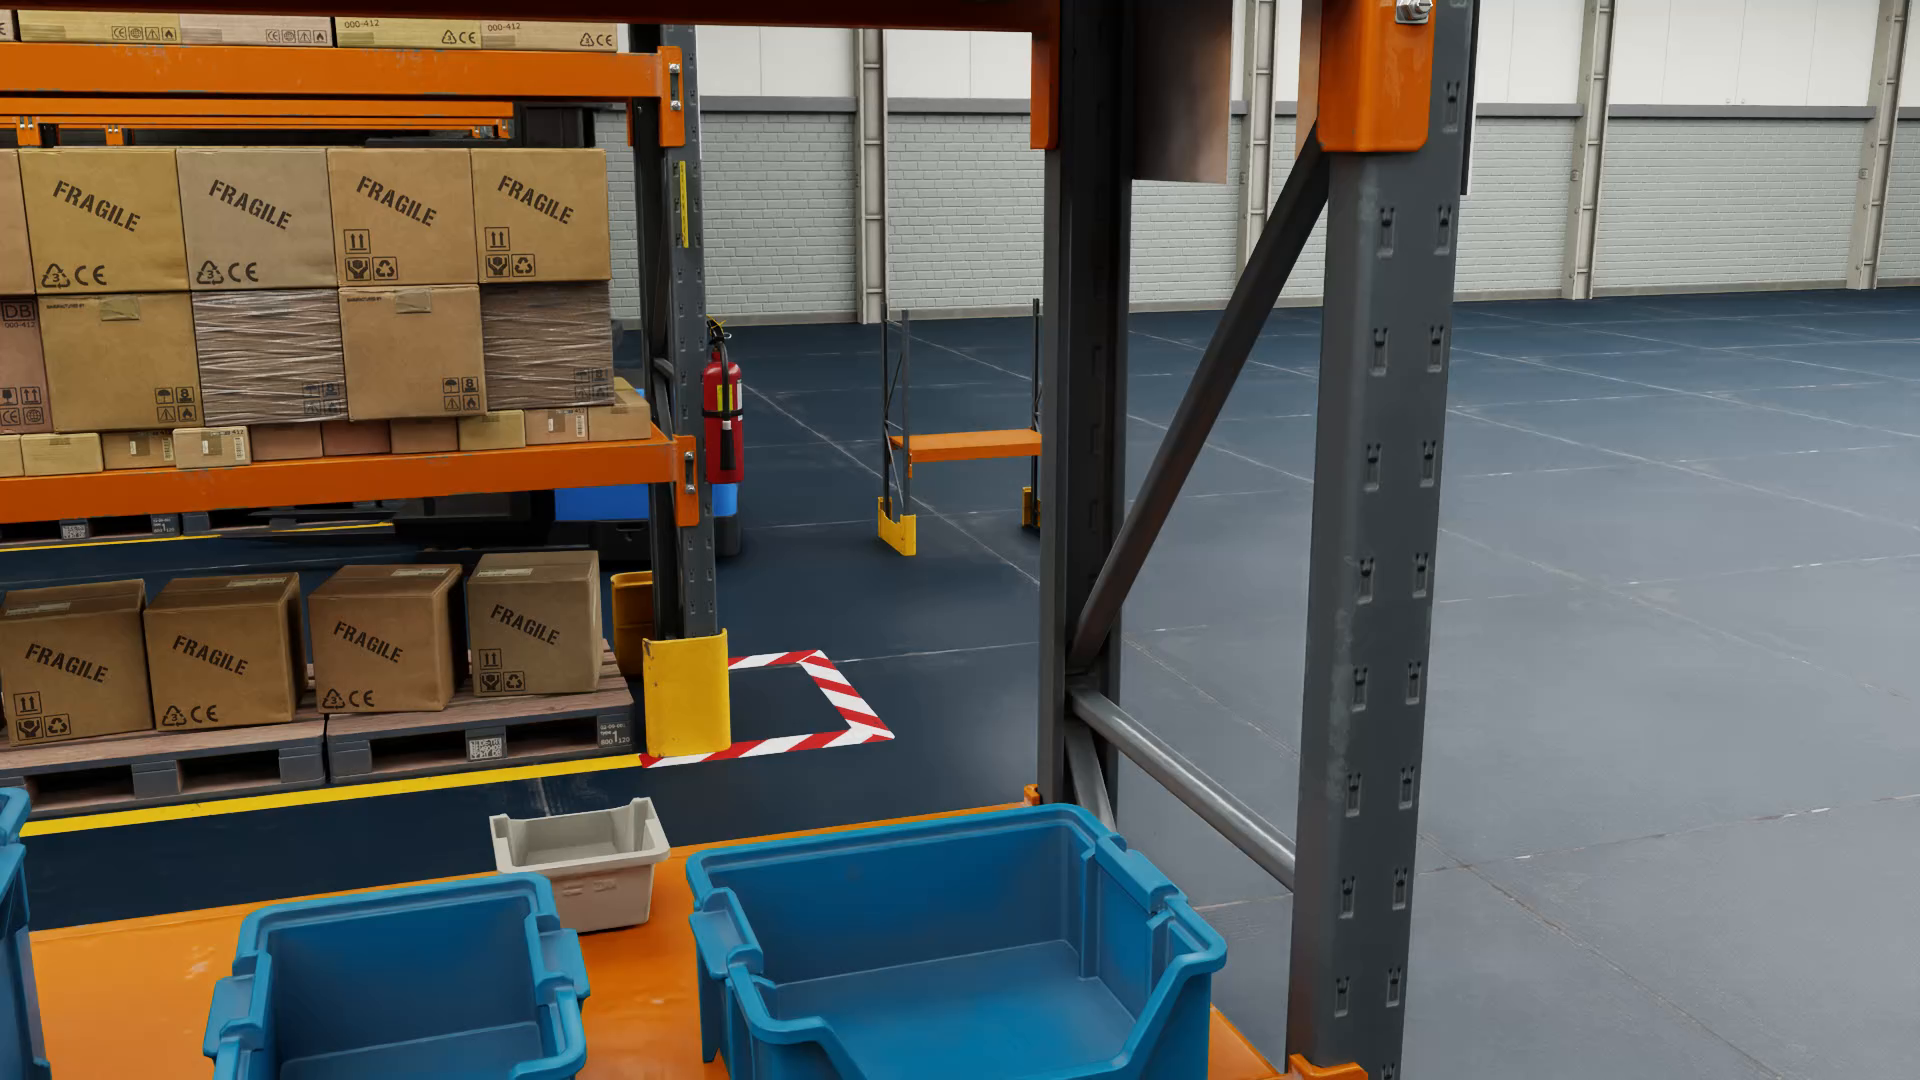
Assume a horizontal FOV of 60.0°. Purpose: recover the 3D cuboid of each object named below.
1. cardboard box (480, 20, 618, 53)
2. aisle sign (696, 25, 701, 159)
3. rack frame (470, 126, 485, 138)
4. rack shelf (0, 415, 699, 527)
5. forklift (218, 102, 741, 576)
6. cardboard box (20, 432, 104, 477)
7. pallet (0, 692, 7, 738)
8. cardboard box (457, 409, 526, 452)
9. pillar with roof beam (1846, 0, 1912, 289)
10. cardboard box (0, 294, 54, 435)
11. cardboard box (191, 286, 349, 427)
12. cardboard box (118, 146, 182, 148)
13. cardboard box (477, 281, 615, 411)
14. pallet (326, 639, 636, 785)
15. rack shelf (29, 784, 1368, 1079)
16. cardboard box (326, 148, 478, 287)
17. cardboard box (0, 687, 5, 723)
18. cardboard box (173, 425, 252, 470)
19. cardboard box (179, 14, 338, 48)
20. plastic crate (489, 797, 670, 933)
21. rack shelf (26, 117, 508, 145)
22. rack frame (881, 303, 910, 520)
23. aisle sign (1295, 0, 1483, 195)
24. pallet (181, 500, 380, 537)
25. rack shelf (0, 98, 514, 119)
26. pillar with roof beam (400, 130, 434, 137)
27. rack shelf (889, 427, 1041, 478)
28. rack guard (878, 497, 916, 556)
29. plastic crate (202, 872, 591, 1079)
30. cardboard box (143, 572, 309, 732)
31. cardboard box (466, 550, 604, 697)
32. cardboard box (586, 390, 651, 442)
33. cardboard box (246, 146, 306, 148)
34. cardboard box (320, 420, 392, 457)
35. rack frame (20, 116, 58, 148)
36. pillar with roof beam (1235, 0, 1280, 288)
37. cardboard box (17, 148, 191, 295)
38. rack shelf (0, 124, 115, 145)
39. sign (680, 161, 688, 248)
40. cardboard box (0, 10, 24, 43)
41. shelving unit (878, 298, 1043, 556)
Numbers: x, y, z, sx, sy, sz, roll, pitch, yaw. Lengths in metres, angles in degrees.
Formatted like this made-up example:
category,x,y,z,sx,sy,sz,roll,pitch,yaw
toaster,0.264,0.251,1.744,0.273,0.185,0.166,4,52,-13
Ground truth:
category,x,y,z,sx,sy,sz,roll,pitch,yaw
cardboard box,-1.600,-1.997,6.397,0.500,0.250,0.500,-4,14,-17
aisle sign,-1.070,-1.905,6.552,0.004,0.787,0.394,-4,14,-18
rack frame,-5.971,-3.963,20.823,0.127,3.000,1.000,-4,14,-18
rack shelf,-3.120,-0.204,6.573,4.000,0.370,1.077,-4,14,-18
forklift,-2.885,-1.341,9.947,3.031,2.935,1.130,-2,13,-7
cardboard box,-3.298,-0.348,6.165,0.250,0.149,0.380,-4,14,-18
pallet,-4.390,0.893,6.433,1.213,0.211,1.003,-4,14,-18
cardboard box,-1.886,-0.465,6.659,0.250,0.149,0.380,-4,14,-18
pillar with roof beam,17.201,-7.855,24.221,0.400,9.000,9.100,-4,14,-18
cardboard box,-3.642,-0.708,6.276,0.500,0.500,0.875,-4,14,-18
cardboard box,-2.678,-0.770,6.538,0.500,0.500,0.875,-4,14,-18
cardboard box,-7.199,-3.277,14.920,0.500,0.500,0.700,-4,14,-18
cardboard box,-1.754,-0.860,6.919,0.500,0.500,0.875,-4,14,-18
pallet,-2.077,0.713,7.190,1.213,0.211,1.003,-4,14,-18
rack shelf,-1.540,0.882,2.006,4.000,0.370,1.077,-4,14,-18
cardboard box,-2.139,-1.248,6.390,0.500,0.500,0.500,-4,14,-18
cardboard box,-4.083,0.541,6.382,0.500,0.500,0.500,0,13,0
cardboard box,-2.817,-0.379,6.298,0.250,0.149,0.380,-4,14,-18
cardboard box,-2.561,-1.923,6.088,0.500,0.250,0.500,-4,14,-17
plastic crate,-0.595,0.508,2.593,0.250,0.136,0.298,-4,14,-18
rack shelf,-6.280,-3.837,15.363,4.000,0.370,1.077,-4,14,-18
rack frame,-0.401,-0.698,10.338,0.032,1.500,0.500,-4,14,-18
aisle sign,0.518,-0.820,1.991,0.004,0.787,0.394,-4,14,-18
pallet,-4.597,-0.275,11.343,1.213,0.211,1.003,-4,14,-18
rack shelf,-4.606,-2.759,10.831,4.000,0.370,1.077,-4,14,-18
pillar with roof beam,-5.546,-6.084,16.775,0.400,9.000,9.100,-4,14,-18
rack shelf,0.081,-0.561,10.537,1.000,0.185,0.538,-4,14,-18
rack guard,-0.400,-0.090,10.483,0.087,0.250,0.587,-4,14,-18
plastic crate,-0.641,0.606,1.933,0.408,0.251,0.499,-4,14,-18
cardboard box,-2.976,0.446,6.779,0.500,0.500,0.500,-3,14,-13
cardboard box,-1.821,0.353,7.173,0.500,0.500,0.500,-2,14,-8
cardboard box,-1.428,-0.513,6.861,0.250,0.149,0.380,-4,14,-18
cardboard box,-6.249,-3.367,15.296,0.500,0.500,0.700,-5,14,-18
cardboard box,-2.378,-0.441,6.556,0.250,0.149,0.380,-4,14,-18
rack frame,-8.176,-2.580,15.007,0.127,3.000,1.000,-4,14,-18
pillar with roof beam,5.827,-6.970,20.498,0.400,9.000,9.100,-4,14,-18
cardboard box,-3.090,-1.177,6.089,0.500,0.500,0.500,-4,14,-18
rack shelf,-11.658,-4.630,18.698,4.000,0.370,1.077,-4,14,-18
sign,-1.066,-1.295,6.422,0.005,0.325,0.100,-4,14,-18
cardboard box,-3.533,-1.844,5.756,0.500,0.250,0.500,-5,14,-20
shelving unit,0.072,-0.735,10.493,1.083,1.500,0.587,-4,14,-18
